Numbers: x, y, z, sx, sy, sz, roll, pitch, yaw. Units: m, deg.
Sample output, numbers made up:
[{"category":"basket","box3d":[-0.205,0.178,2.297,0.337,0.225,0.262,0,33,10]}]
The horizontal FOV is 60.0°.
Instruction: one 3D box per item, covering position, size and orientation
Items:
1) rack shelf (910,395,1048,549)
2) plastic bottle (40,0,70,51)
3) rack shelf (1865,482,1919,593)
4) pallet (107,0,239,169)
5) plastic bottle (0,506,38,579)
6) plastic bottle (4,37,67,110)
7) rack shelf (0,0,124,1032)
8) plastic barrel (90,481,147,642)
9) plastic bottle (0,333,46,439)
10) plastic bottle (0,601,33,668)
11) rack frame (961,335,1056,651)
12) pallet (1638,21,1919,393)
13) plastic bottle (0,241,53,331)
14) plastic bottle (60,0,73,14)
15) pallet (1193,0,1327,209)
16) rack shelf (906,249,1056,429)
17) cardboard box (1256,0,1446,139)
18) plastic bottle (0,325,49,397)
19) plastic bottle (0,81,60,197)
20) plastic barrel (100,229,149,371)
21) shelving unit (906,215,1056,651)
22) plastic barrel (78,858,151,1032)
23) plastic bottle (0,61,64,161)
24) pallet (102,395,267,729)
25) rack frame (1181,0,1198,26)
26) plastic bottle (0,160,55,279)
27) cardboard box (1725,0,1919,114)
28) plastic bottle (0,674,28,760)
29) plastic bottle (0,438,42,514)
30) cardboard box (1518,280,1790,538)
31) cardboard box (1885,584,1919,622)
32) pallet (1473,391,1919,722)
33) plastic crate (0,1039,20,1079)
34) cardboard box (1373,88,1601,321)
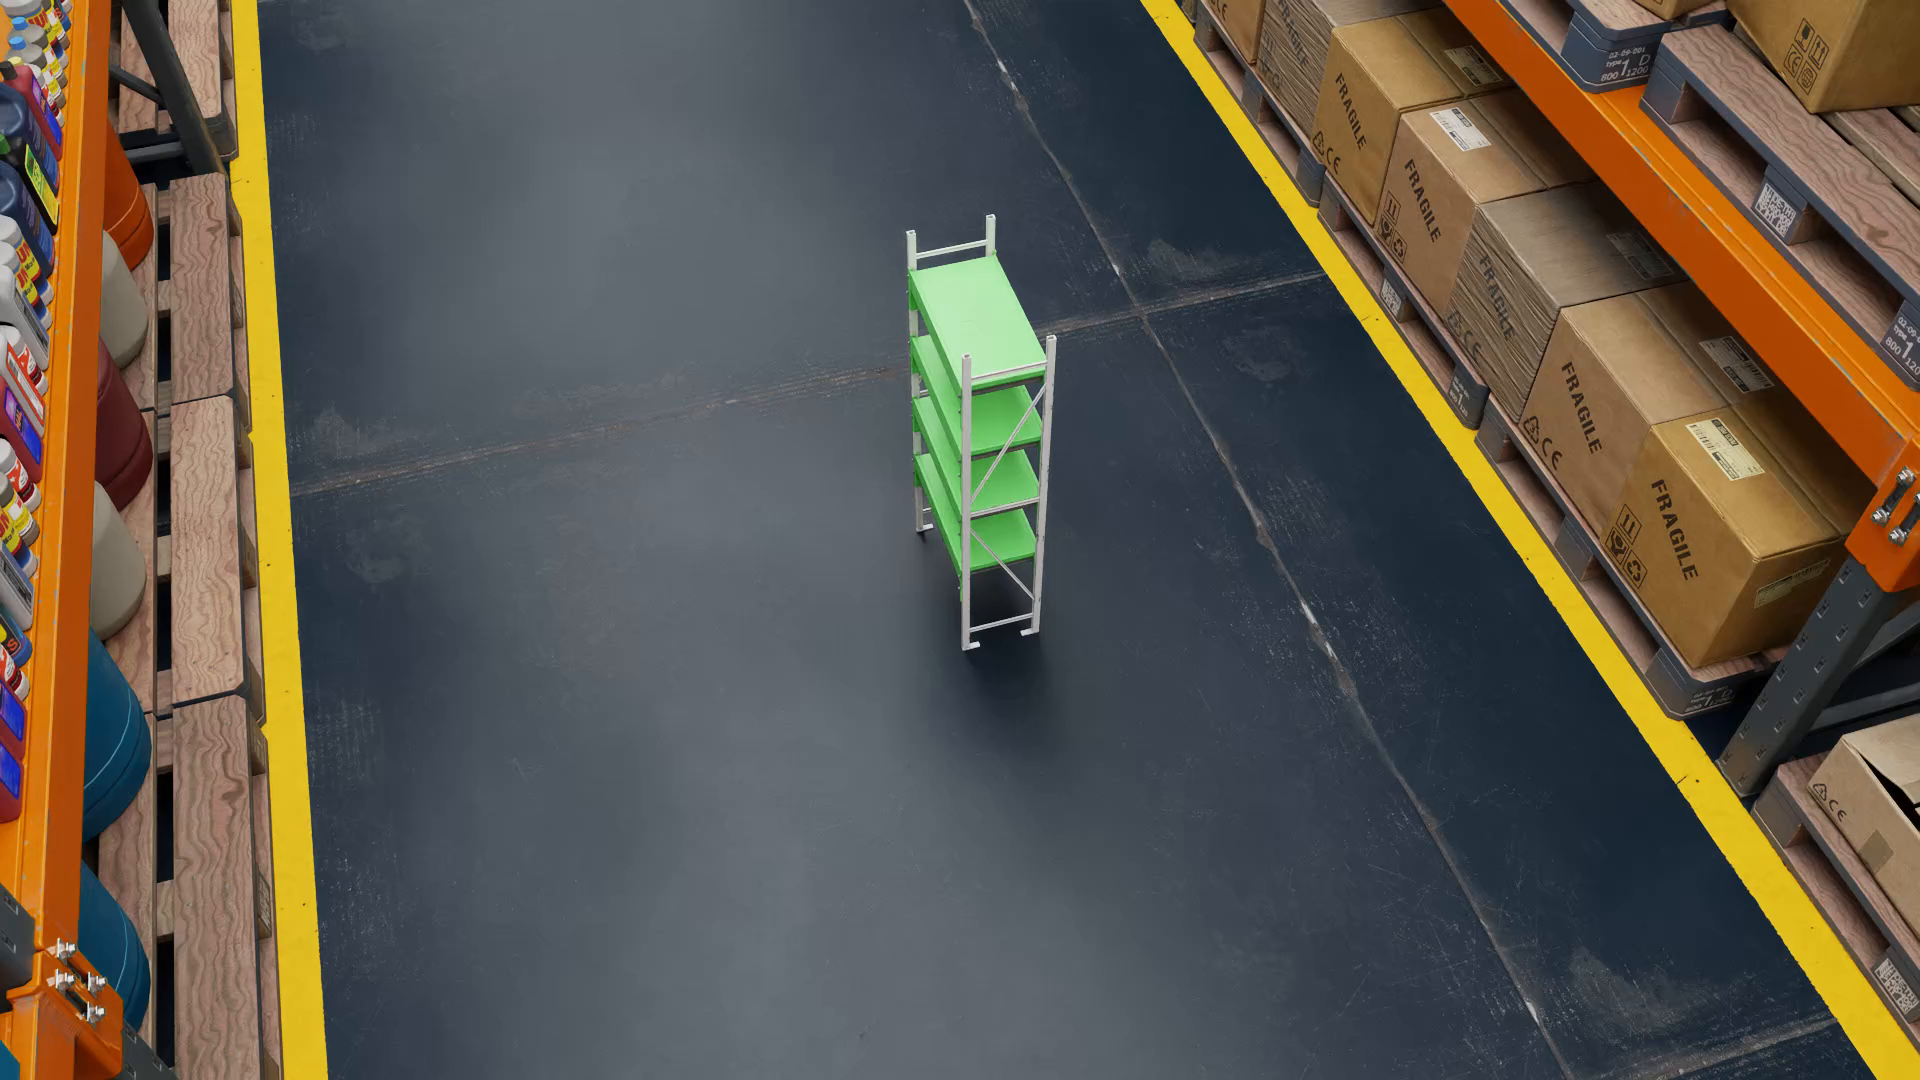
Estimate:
[{"category":"rack shelf","box3d":[0.049,-0.225,4.738,0.258,0.148,0.480,-13,51,-11]},{"category":"plastic bottle","box3d":[-2.585,-1.472,4.659,0.097,0.201,0.097,0,50,0]},{"category":"rack shelf","box3d":[3.224,1.292,2.669,1.077,0.370,4.000,-13,51,-11]},{"category":"pallet","box3d":[-3.475,-1.881,6.697,1.003,0.211,1.213,-13,51,-11]},{"category":"plastic bottle","box3d":[-1.989,-0.024,3.393,0.097,0.271,0.097,0,50,0]},{"category":"plastic bottle","box3d":[-2.498,-1.258,4.479,0.097,0.201,0.097,0,50,0]},{"category":"rack shelf","box3d":[-2.692,-0.512,4.190,1.077,0.370,4.000,-13,51,-11]},{"category":"plastic barrel","box3d":[-2.536,0.032,4.613,0.421,0.512,0.421,0,50,0]},{"category":"plastic bottle","box3d":[-2.147,-0.344,3.659,0.152,0.276,0.135,-13,51,-11]},{"category":"plastic bottle","box3d":[-1.921,0.145,3.250,0.097,0.271,0.097,0,50,0]},{"category":"rack frame","box3d":[0.121,-0.088,4.539,0.240,1.200,0.015,-13,51,-11]},{"category":"pallet","box3d":[2.501,-0.947,4.212,1.003,0.211,1.213,-13,51,-11]},{"category":"plastic bottle","box3d":[-2.224,-0.603,3.880,0.097,0.271,0.097,0,50,0]},{"category":"plastic bottle","box3d":[-2.642,-1.614,4.778,0.097,0.201,0.097,0,50,0]},{"category":"pallet","box3d":[1.634,-1.869,6.688,1.003,0.211,1.213,-13,51,-11]},{"category":"rack shelf","box3d":[0.049,-0.534,4.371,0.258,0.148,0.480,-13,51,-11]},{"category":"cardboard box","box3d":[1.472,-1.880,6.220,0.500,0.500,0.500,-15,51,-12]},{"category":"plastic bottle","box3d":[-2.155,-0.411,3.764,0.097,0.201,0.097,0,50,0]},{"category":"plastic bottle","box3d":[-2.411,-1.029,4.188,0.144,0.351,0.185,-13,51,-11]},{"category":"plastic barrel","box3d":[-2.870,-0.793,5.309,0.421,0.512,0.421,0,50,0]},{"category":"shelving unit","box3d":[0.049,-0.266,4.689,0.258,1.200,0.503,-13,51,-11]},{"category":"plastic barrel","box3d":[-2.245,0.856,3.664,0.600,0.901,0.708,-13,51,-11]},{"category":"plastic bottle","box3d":[-2.418,-1.133,4.320,0.061,0.283,0.133,-13,51,-11]},{"category":"pallet","box3d":[-2.653,0.150,4.986,1.003,0.211,1.213,-13,51,-11]},{"category":"rack frame","box3d":[1.450,-3.322,6.089,1.000,3.000,0.127,-13,51,-11]},{"category":"plastic bottle","box3d":[-2.317,-0.797,3.992,0.144,0.351,0.185,-13,51,-11]},{"category":"cardboard box","box3d":[2.442,-1.453,4.173,0.700,0.500,0.500,-6,50,-5]},{"category":"plastic bottle","box3d":[-1.841,0.293,3.118,0.061,0.283,0.133,-13,51,-11]},{"category":"plastic bottle","box3d":[-2.047,-0.144,3.539,0.097,0.201,0.097,0,50,0]},{"category":"cardboard box","box3d":[2.075,-0.395,4.968,0.500,0.500,0.500,-13,51,-11]},{"category":"cardboard box","box3d":[2.722,-0.145,4.758,0.500,0.500,0.500,-15,52,-13]},{"category":"pallet","box3d":[2.356,-0.087,5.186,1.003,0.211,1.213,-13,51,-11]},{"category":"plastic crate","box3d":[-1.636,0.966,2.445,0.392,0.384,0.575,-13,51,-11]},{"category":"cardboard box","box3d":[1.774,-1.132,5.590,0.500,0.500,0.500,-15,51,-12]}]
